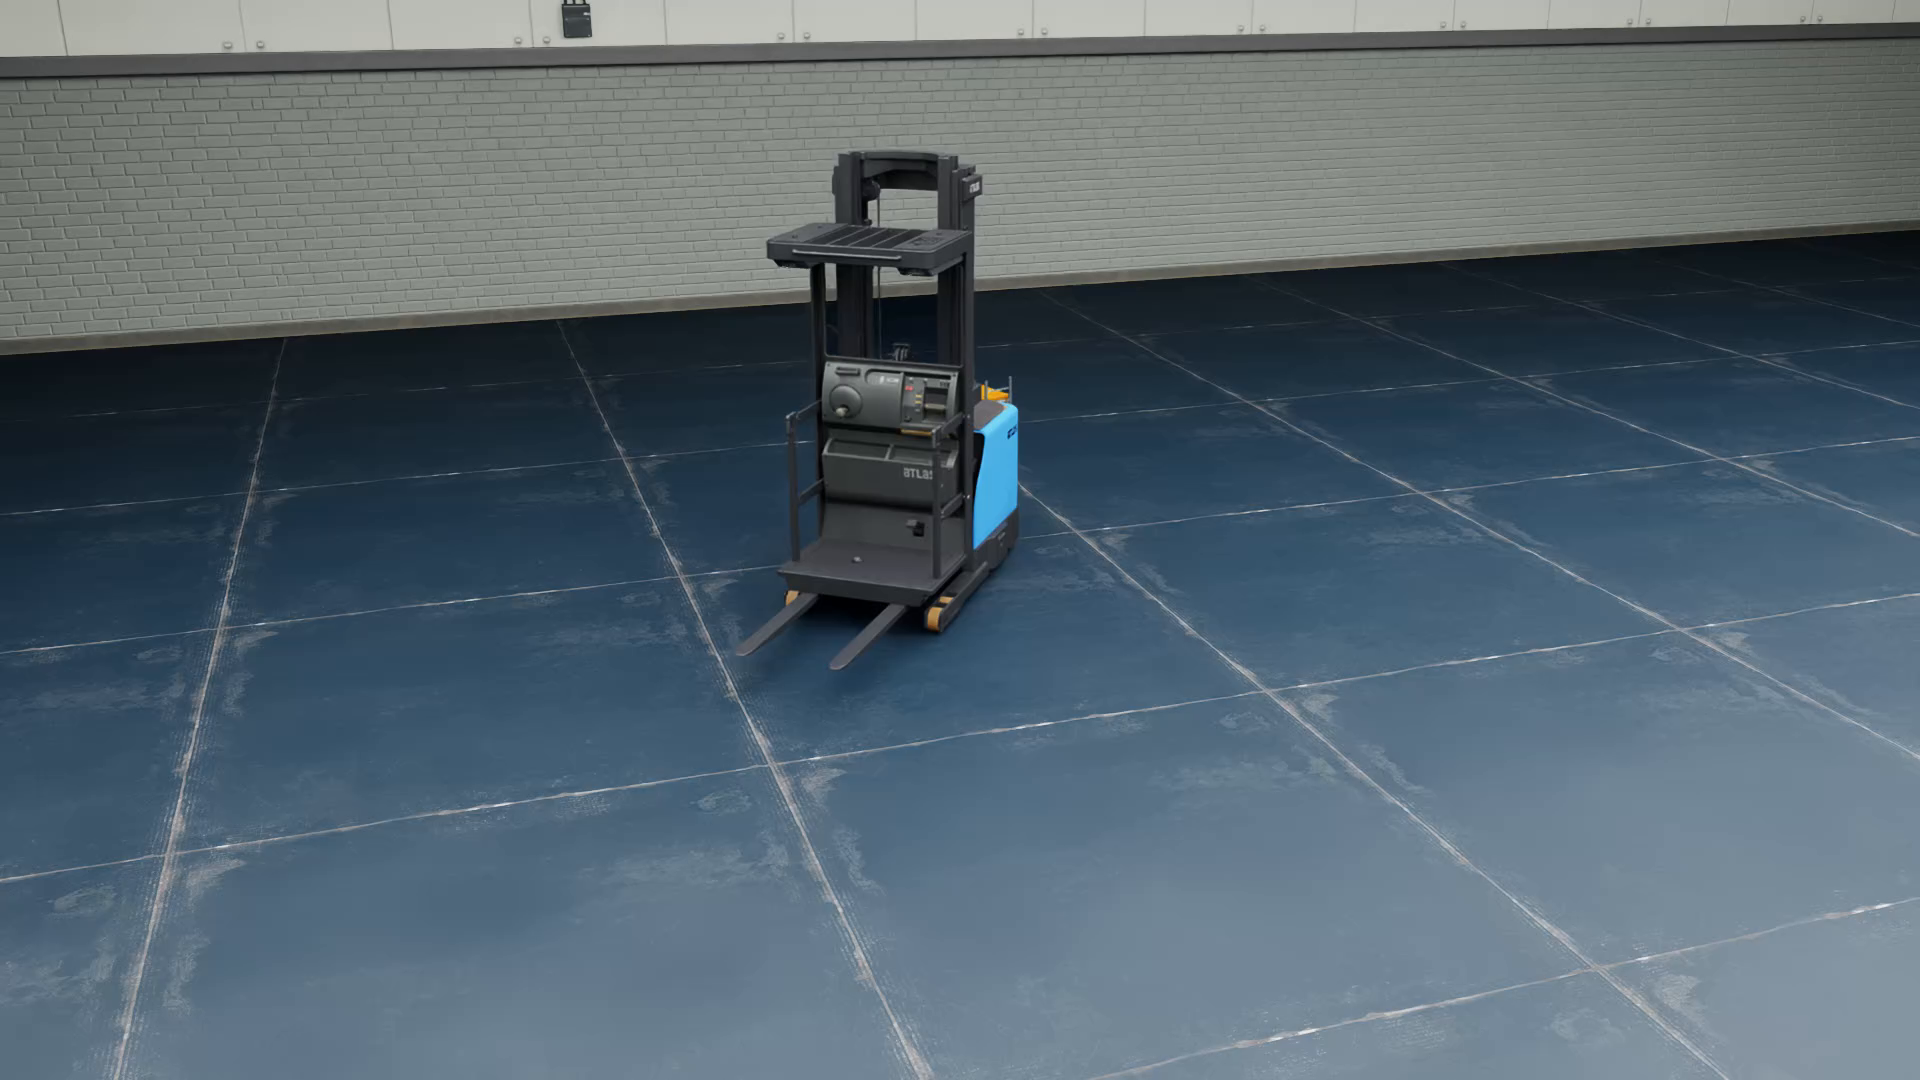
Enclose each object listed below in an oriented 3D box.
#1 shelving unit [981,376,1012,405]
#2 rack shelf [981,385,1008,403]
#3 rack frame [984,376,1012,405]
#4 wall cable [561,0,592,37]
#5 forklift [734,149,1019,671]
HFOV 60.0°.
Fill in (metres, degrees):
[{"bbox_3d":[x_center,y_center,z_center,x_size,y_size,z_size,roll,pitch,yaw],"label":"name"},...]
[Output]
[{"bbox_3d":[0.139,-0.682,12.539,0.258,1.200,0.503,-13,24,-33],"label":"shelving unit"},{"bbox_3d":[0.139,-1.051,12.407,0.258,0.148,0.480,-13,24,-33],"label":"rack shelf"},{"bbox_3d":[0.279,-0.614,12.352,0.240,1.200,0.015,-13,24,-33],"label":"rack frame"},{"bbox_3d":[-3.354,-8.603,18.026,2.305,6.003,0.169,-6,21,-17],"label":"wall cable"},{"bbox_3d":[-0.529,-0.936,10.686,1.130,2.935,3.031,7,21,18],"label":"forklift"}]
